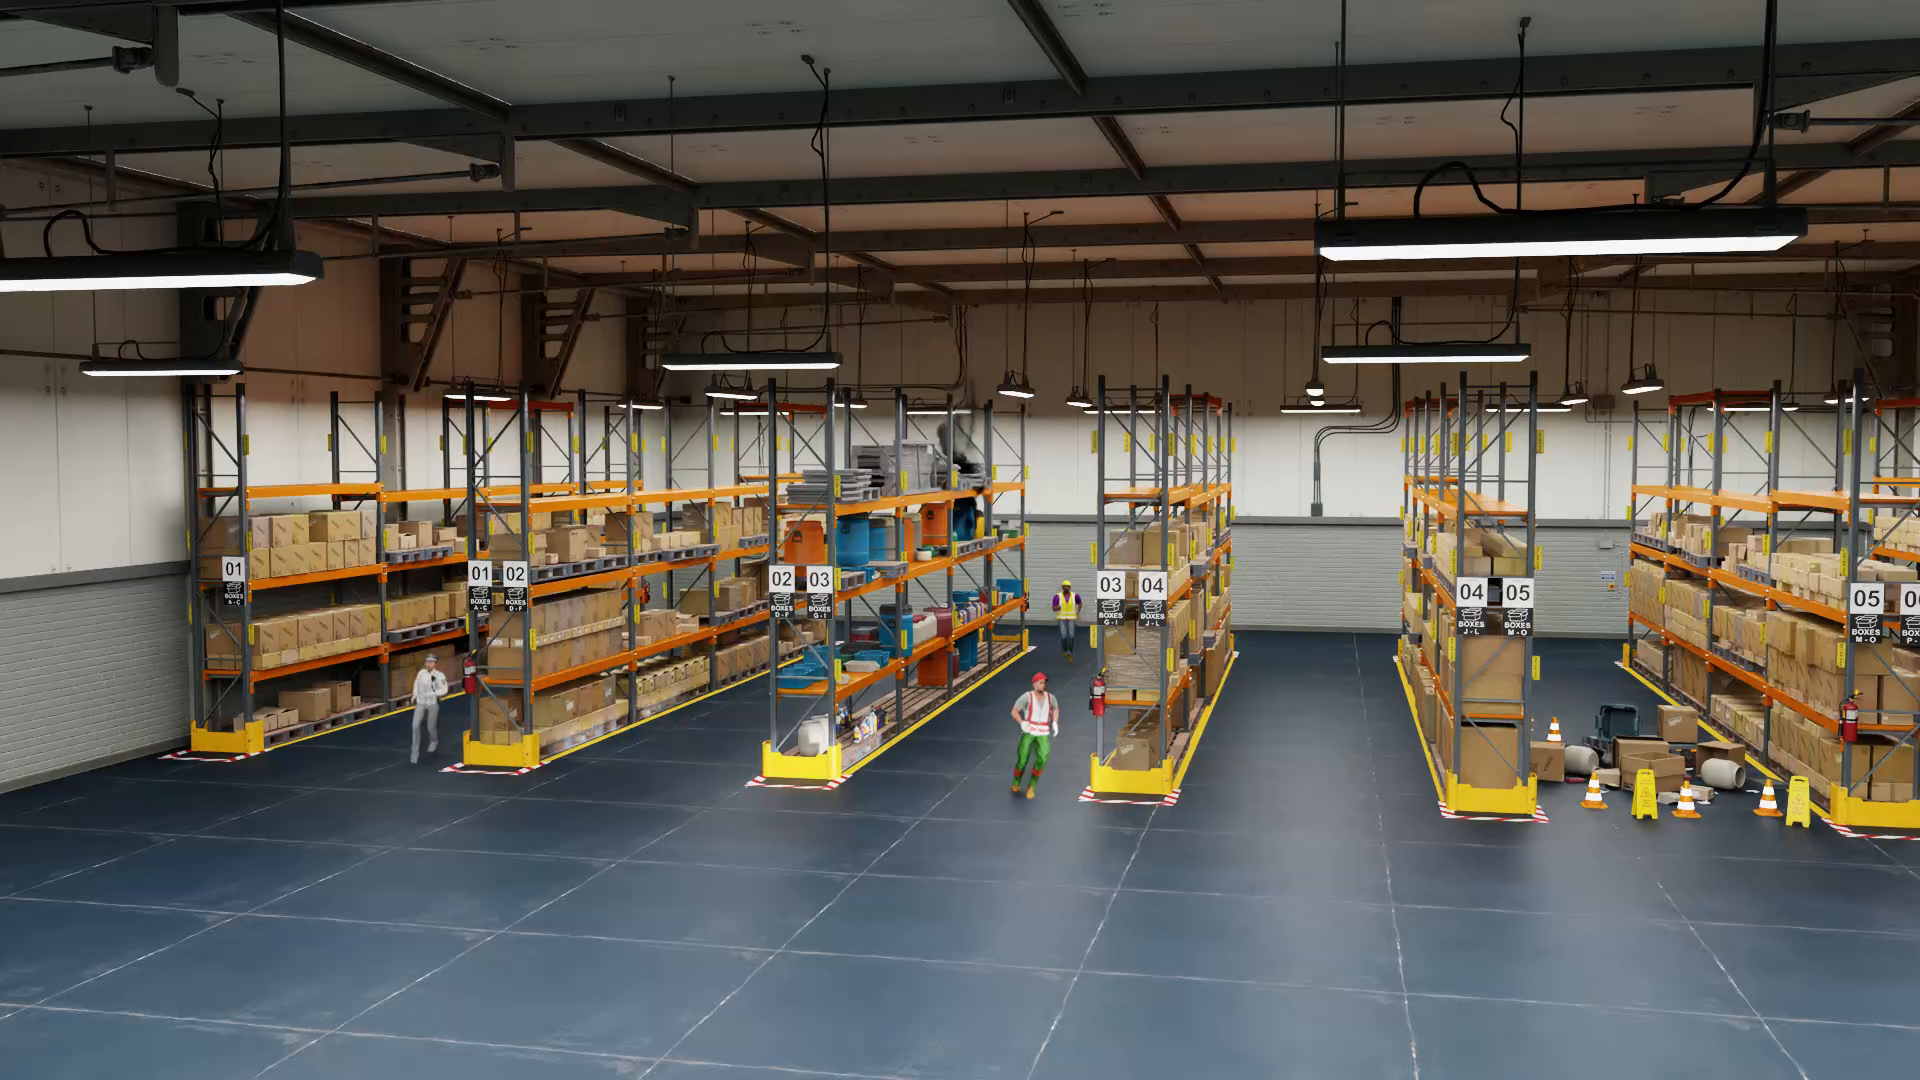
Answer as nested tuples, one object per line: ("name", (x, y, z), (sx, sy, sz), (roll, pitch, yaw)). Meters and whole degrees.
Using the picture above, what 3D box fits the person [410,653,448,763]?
("person", (-8.465, 2.657, 26.557), (0.624, 1.728, 0.835), (0, 3, 2))

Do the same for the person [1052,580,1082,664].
("person", (2.374, 1.819, 36.876), (0.674, 1.849, 0.681), (0, 3, 3))

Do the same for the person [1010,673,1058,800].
("person", (1.085, 2.777, 23.662), (0.718, 1.780, 0.673), (-1, 3, -10))
